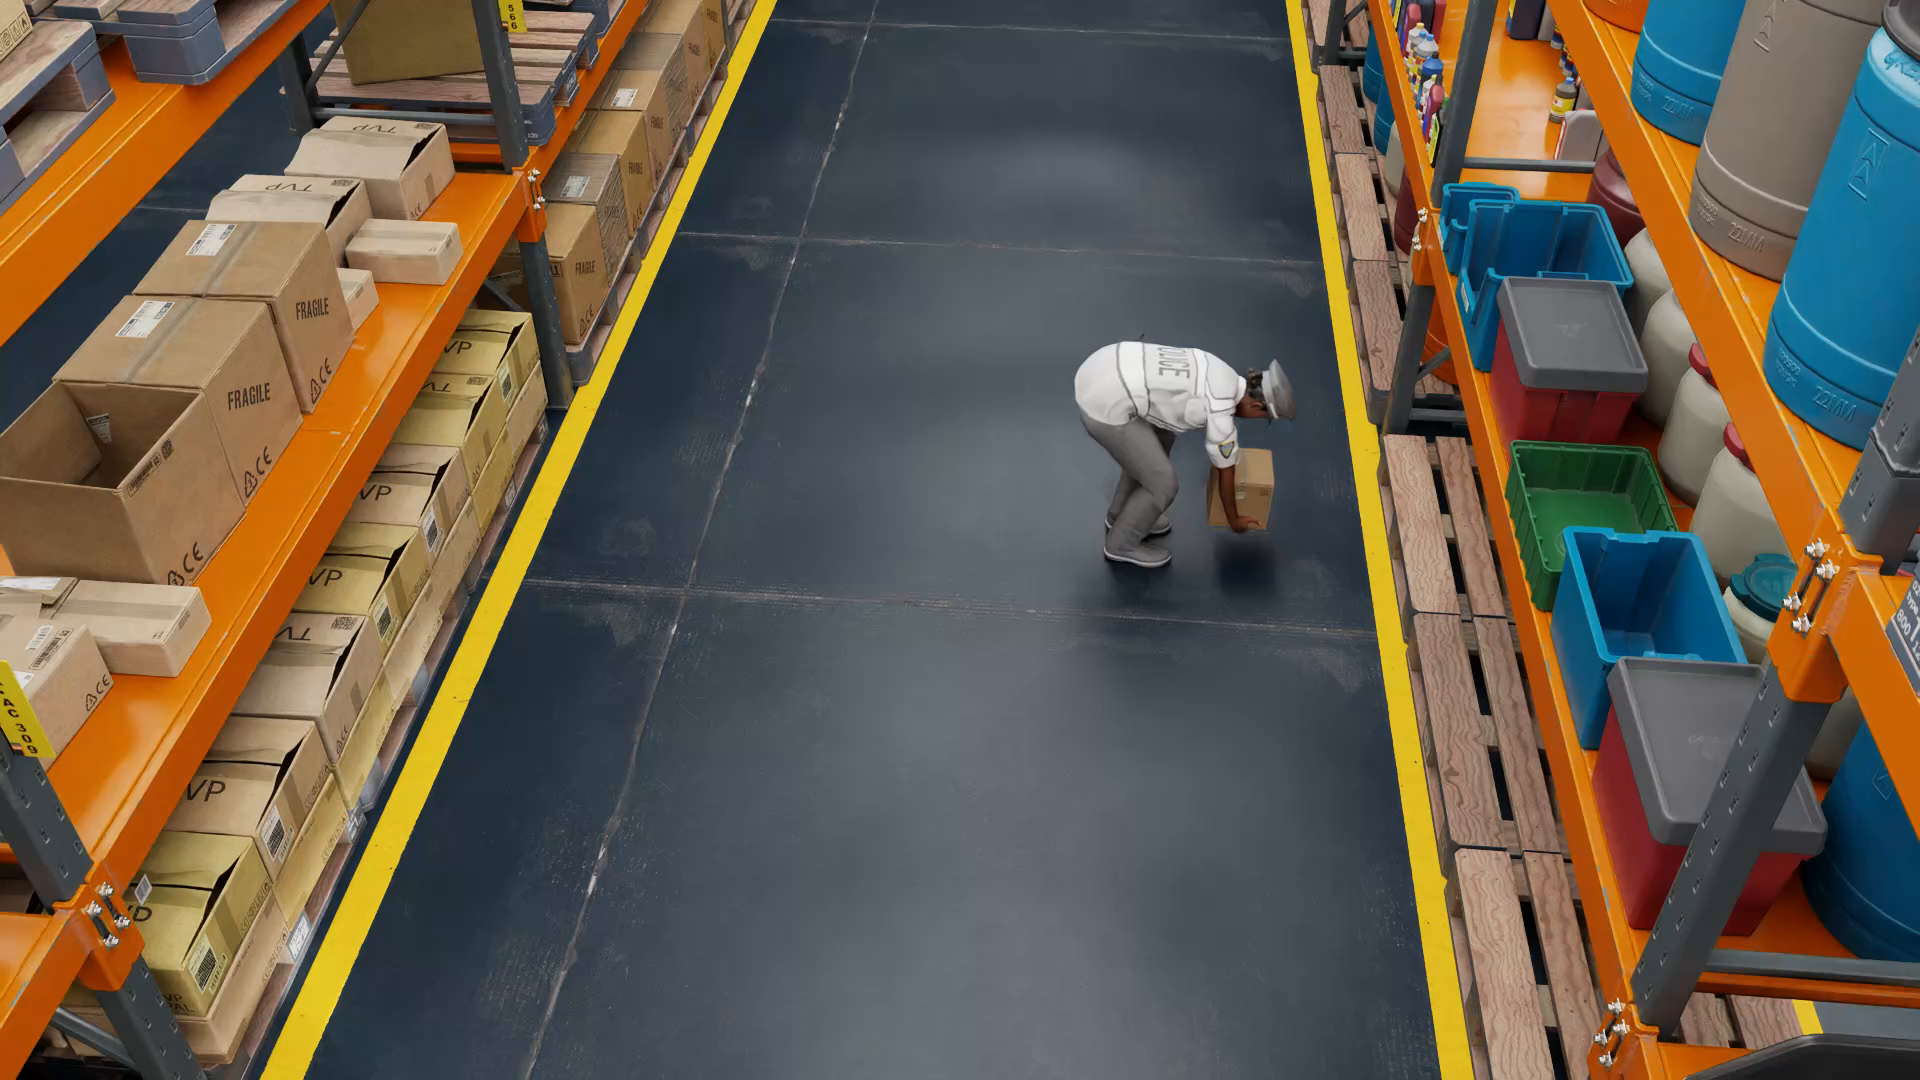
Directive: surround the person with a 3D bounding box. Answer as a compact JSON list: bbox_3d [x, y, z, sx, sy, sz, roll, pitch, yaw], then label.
[{"bbox_3d":[0.942,-0.367,7.097,0.934,1.009,0.423,2,40,2],"label":"person"}]
